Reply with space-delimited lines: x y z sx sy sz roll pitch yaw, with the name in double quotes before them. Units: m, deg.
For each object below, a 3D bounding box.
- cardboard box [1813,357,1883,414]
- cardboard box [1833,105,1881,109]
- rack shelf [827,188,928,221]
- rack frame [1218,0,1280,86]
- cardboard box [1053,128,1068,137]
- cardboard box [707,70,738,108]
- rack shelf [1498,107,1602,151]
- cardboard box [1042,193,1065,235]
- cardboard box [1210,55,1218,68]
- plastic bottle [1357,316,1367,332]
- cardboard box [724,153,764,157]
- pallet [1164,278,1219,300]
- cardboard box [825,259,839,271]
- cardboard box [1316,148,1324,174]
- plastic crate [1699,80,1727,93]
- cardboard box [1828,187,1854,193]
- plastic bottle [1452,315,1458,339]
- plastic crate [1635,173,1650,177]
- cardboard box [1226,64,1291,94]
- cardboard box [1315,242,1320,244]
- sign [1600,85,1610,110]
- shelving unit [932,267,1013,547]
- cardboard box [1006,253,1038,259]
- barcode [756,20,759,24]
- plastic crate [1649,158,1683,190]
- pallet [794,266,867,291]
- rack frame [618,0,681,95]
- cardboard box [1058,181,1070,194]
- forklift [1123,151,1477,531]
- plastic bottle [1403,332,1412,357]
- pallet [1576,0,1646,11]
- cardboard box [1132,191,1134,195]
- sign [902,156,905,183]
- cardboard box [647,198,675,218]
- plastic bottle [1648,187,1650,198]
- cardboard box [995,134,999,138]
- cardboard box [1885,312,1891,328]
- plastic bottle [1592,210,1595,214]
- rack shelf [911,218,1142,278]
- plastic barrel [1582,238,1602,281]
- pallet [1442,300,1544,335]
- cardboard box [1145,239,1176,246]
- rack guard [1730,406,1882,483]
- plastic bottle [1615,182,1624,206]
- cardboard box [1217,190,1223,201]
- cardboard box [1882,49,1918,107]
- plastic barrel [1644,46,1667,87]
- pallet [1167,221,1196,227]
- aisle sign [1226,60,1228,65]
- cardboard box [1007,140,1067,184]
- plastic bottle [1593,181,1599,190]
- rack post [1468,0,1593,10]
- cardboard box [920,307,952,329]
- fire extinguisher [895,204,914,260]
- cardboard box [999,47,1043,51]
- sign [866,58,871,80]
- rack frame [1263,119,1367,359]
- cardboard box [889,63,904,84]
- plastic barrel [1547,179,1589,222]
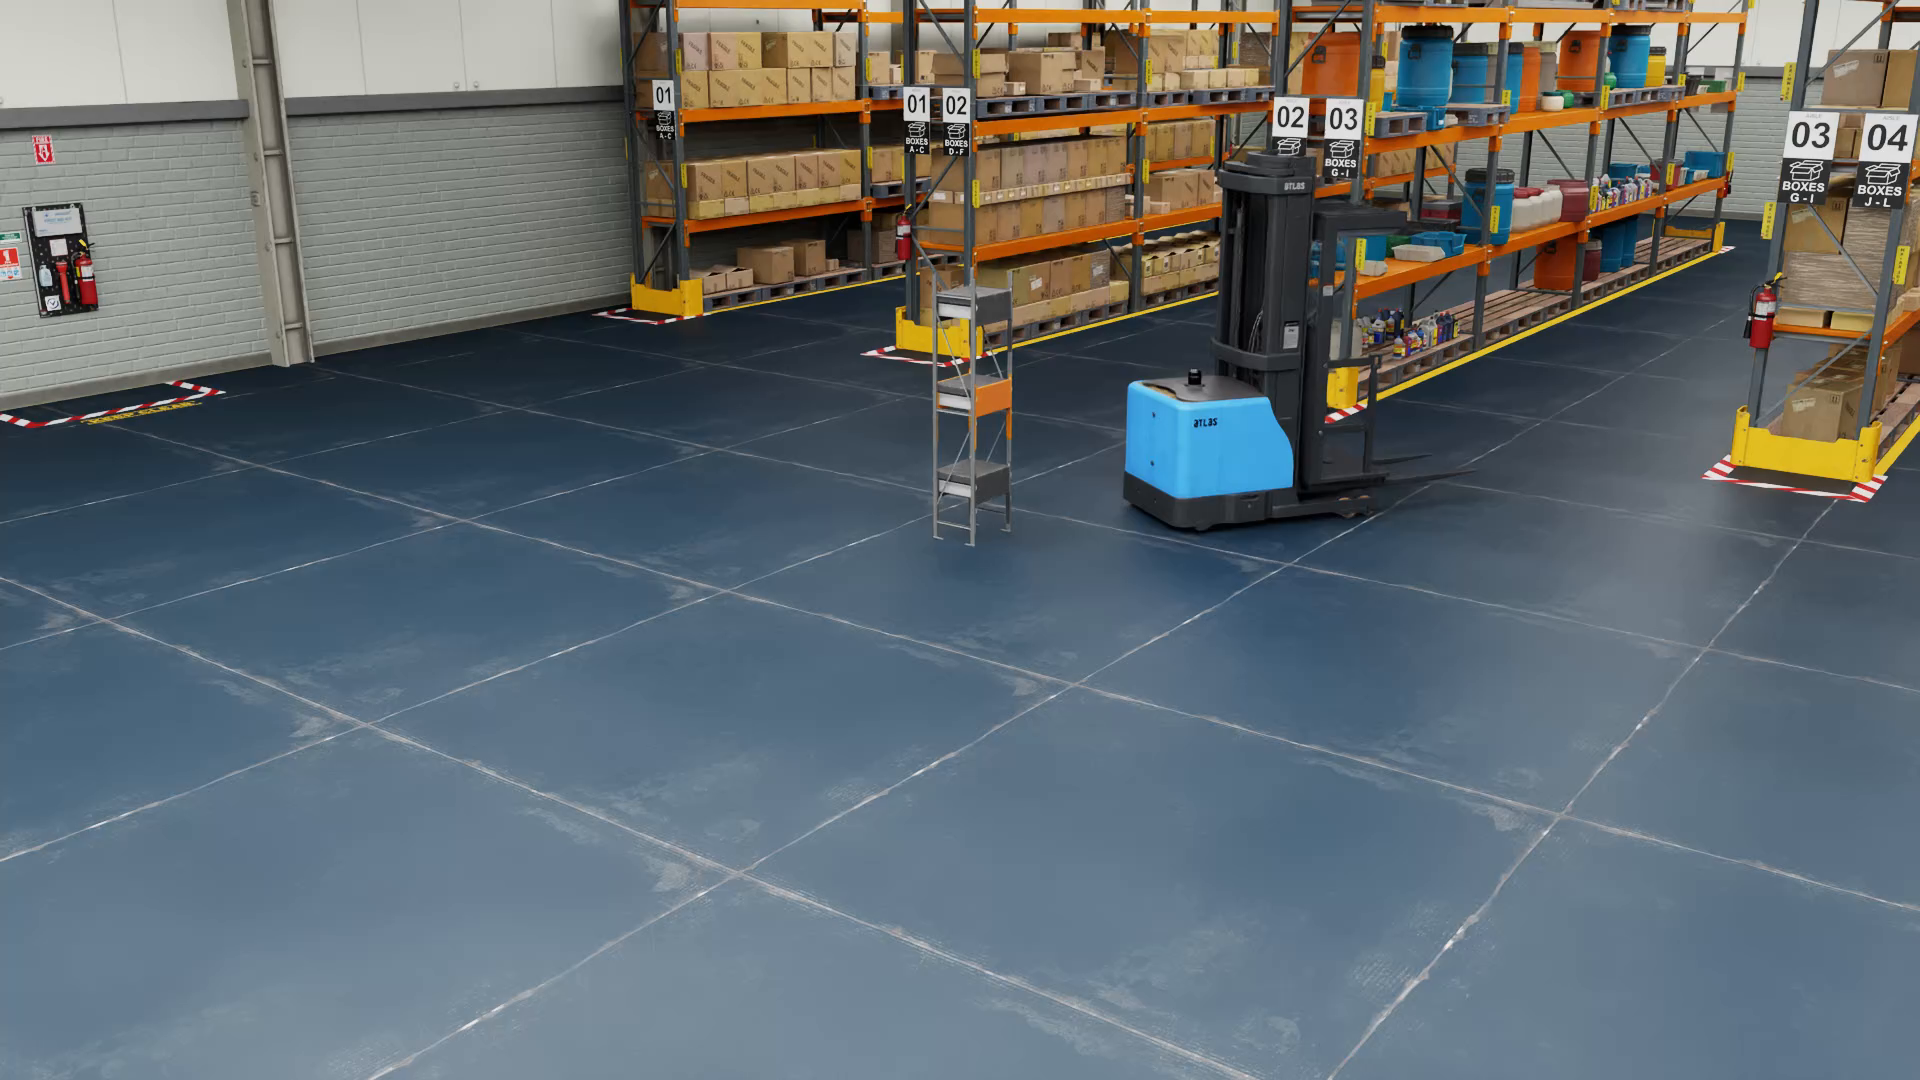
"cardboard box" 8.806 -1.510 16.554 0.500 0.500 0.500 15 23 40
"cardboard box" 8.321 -3.962 15.467 0.380 0.149 0.250 13 21 35
"rack shelf" -0.656 -5.774 27.993 1.077 0.370 4.000 12 21 35
"rack frame" 4.517 -8.585 25.714 1.000 3.000 0.127 12 21 35
"cardboard box" 1.628 -7.462 30.247 0.500 0.250 0.500 13 21 35
"cardboard box" -3.482 -6.336 23.327 0.500 0.500 0.500 14 22 38
"rack shelf" 7.301 -5.456 21.911 1.077 0.370 4.000 12 21 35
"cardboard box" 0.959 -4.340 21.993 0.700 0.500 0.500 13 22 36
"cardboard box" 5.080 -9.887 34.343 0.500 0.250 0.500 13 22 36
"plastic bottle" 4.818 -2.526 20.046 0.144 0.351 0.185 13 22 37
"cardboard box" -3.208 -5.497 24.840 0.500 0.500 0.500 13 21 35
"pallet" 3.267 -3.909 25.477 1.003 0.211 1.213 12 21 35
"cardboard box" -2.142 -4.366 26.280 0.380 0.166 0.250 9 20 28
"cardboard box" 5.897 -6.489 28.205 0.700 0.500 0.500 7 19 21
"plastic crate" 12.901 -7.795 28.586 0.450 0.188 0.336 12 21 35
"cardboard box" 8.126 -3.025 15.570 0.500 0.500 0.500 12 21 35
"plastic bottle" 6.088 -2.631 20.496 0.061 0.283 0.133 14 22 37
"plastic crate" 11.672 -6.167 28.387 0.293 0.136 0.466 12 21 35
"cardboard box" 4.750 -7.310 26.498 0.910 0.500 0.500 12 21 35
"cardboard box" 5.935 -5.163 28.286 0.500 0.500 0.500 12 21 33
"sign" 8.939 -6.130 23.046 0.100 0.325 0.005 12 21 35
"shelving unit" 0.099 -1.042 13.059 0.431 2.100 0.503 12 21 35
"cardboard box" 0.714 -3.600 22.441 0.500 0.500 0.500 12 21 35
"barcode" -3.021 -7.726 24.804 0.001 0.075 0.075 12 21 35
"plastic crate" 11.609 -6.024 27.374 0.402 0.464 0.583 12 21 35
"pallet" -2.219 -4.143 26.230 1.003 0.211 1.213 12 21 35
"rack frame" -4.231 -7.554 22.395 1.000 3.000 0.127 12 21 35
"cardboard box" 1.230 -4.656 21.916 0.380 0.149 0.250 13 22 36
"forklift" 2.959 -1.725 13.856 3.031 2.935 1.130 -6 18 -20
"plastic bottle" 5.206 -2.278 19.361 0.061 0.283 0.133 13 21 36
"pallet" 8.947 -7.594 23.516 1.213 0.211 1.003 12 21 35
"cardboard box" 3.447 -6.714 33.312 0.700 0.500 0.500 13 21 35
"sign" -0.677 -4.579 20.581 0.100 0.325 0.005 12 21 35
"cardboard box" -4.108 -4.772 23.772 0.500 0.250 0.500 13 21 35
"plastic bottle" 10.854 -5.518 26.289 0.097 0.201 0.097 0 17 0
"cardboard box" 0.598 -7.305 29.742 0.500 0.250 0.500 13 22 36
"cardboard box" 8.229 -2.025 15.129 0.380 0.149 0.250 12 21 35
"plastic bottle" 9.159 -4.840 24.108 0.097 0.201 0.097 0 17 0
"rack shelf" 0.942 -3.947 22.109 1.077 0.370 4.000 12 21 35
"plastic barrel" 9.443 -4.281 25.329 0.600 0.588 0.708 12 21 35
"pallet" 7.272 -3.045 22.692 1.003 0.211 1.213 12 21 35
"cardboard box" 3.051 -4.432 25.440 0.500 0.311 0.500 12 21 34
"rack guard" 7.749 -0.887 15.257 1.175 0.500 0.348 12 21 35
"plastic bottle" 9.935 -5.233 25.122 0.144 0.351 0.185 12 21 35
"cardboard box" 4.203 -5.337 25.794 0.380 0.149 0.250 12 21 35
"cardboard box" 8.805 -4.230 15.236 0.500 0.500 0.500 12 21 34
"plastic barrel" 10.495 -7.266 25.500 0.600 0.588 0.600 0 17 0
"pallet" 4.162 -6.674 34.380 1.003 0.211 1.213 12 21 35
"aisle sign" 5.587 -9.705 35.055 0.394 0.787 0.004 12 21 35
"cardboard box" 0.977 -4.969 21.830 0.700 0.500 0.500 12 21 35
"plastic bottle" 9.865 -5.447 25.934 0.152 0.276 0.135 12 21 35
"rack post" 7.214 -7.335 21.355 1.013 1.000 3.121 12 21 35
"cardboard box" -0.168 -2.882 21.393 0.500 0.250 0.500 12 21 35
"fire extinguisher" -0.693 -3.831 20.653 0.296 0.674 0.183 12 21 35
"cardboard box" 1.052 -8.546 29.736 0.700 0.500 0.500 11 20 32
"sign" -1.407 -7.227 25.528 0.100 0.325 0.005 12 21 35
"rack frame" 3.726 -2.938 17.647 1.000 3.000 0.127 12 21 35
"cardboard box" -1.090 -7.495 26.704 0.500 0.311 0.500 13 22 36
"plastic barrel" 8.459 -4.744 23.234 0.600 0.536 0.708 12 21 35
